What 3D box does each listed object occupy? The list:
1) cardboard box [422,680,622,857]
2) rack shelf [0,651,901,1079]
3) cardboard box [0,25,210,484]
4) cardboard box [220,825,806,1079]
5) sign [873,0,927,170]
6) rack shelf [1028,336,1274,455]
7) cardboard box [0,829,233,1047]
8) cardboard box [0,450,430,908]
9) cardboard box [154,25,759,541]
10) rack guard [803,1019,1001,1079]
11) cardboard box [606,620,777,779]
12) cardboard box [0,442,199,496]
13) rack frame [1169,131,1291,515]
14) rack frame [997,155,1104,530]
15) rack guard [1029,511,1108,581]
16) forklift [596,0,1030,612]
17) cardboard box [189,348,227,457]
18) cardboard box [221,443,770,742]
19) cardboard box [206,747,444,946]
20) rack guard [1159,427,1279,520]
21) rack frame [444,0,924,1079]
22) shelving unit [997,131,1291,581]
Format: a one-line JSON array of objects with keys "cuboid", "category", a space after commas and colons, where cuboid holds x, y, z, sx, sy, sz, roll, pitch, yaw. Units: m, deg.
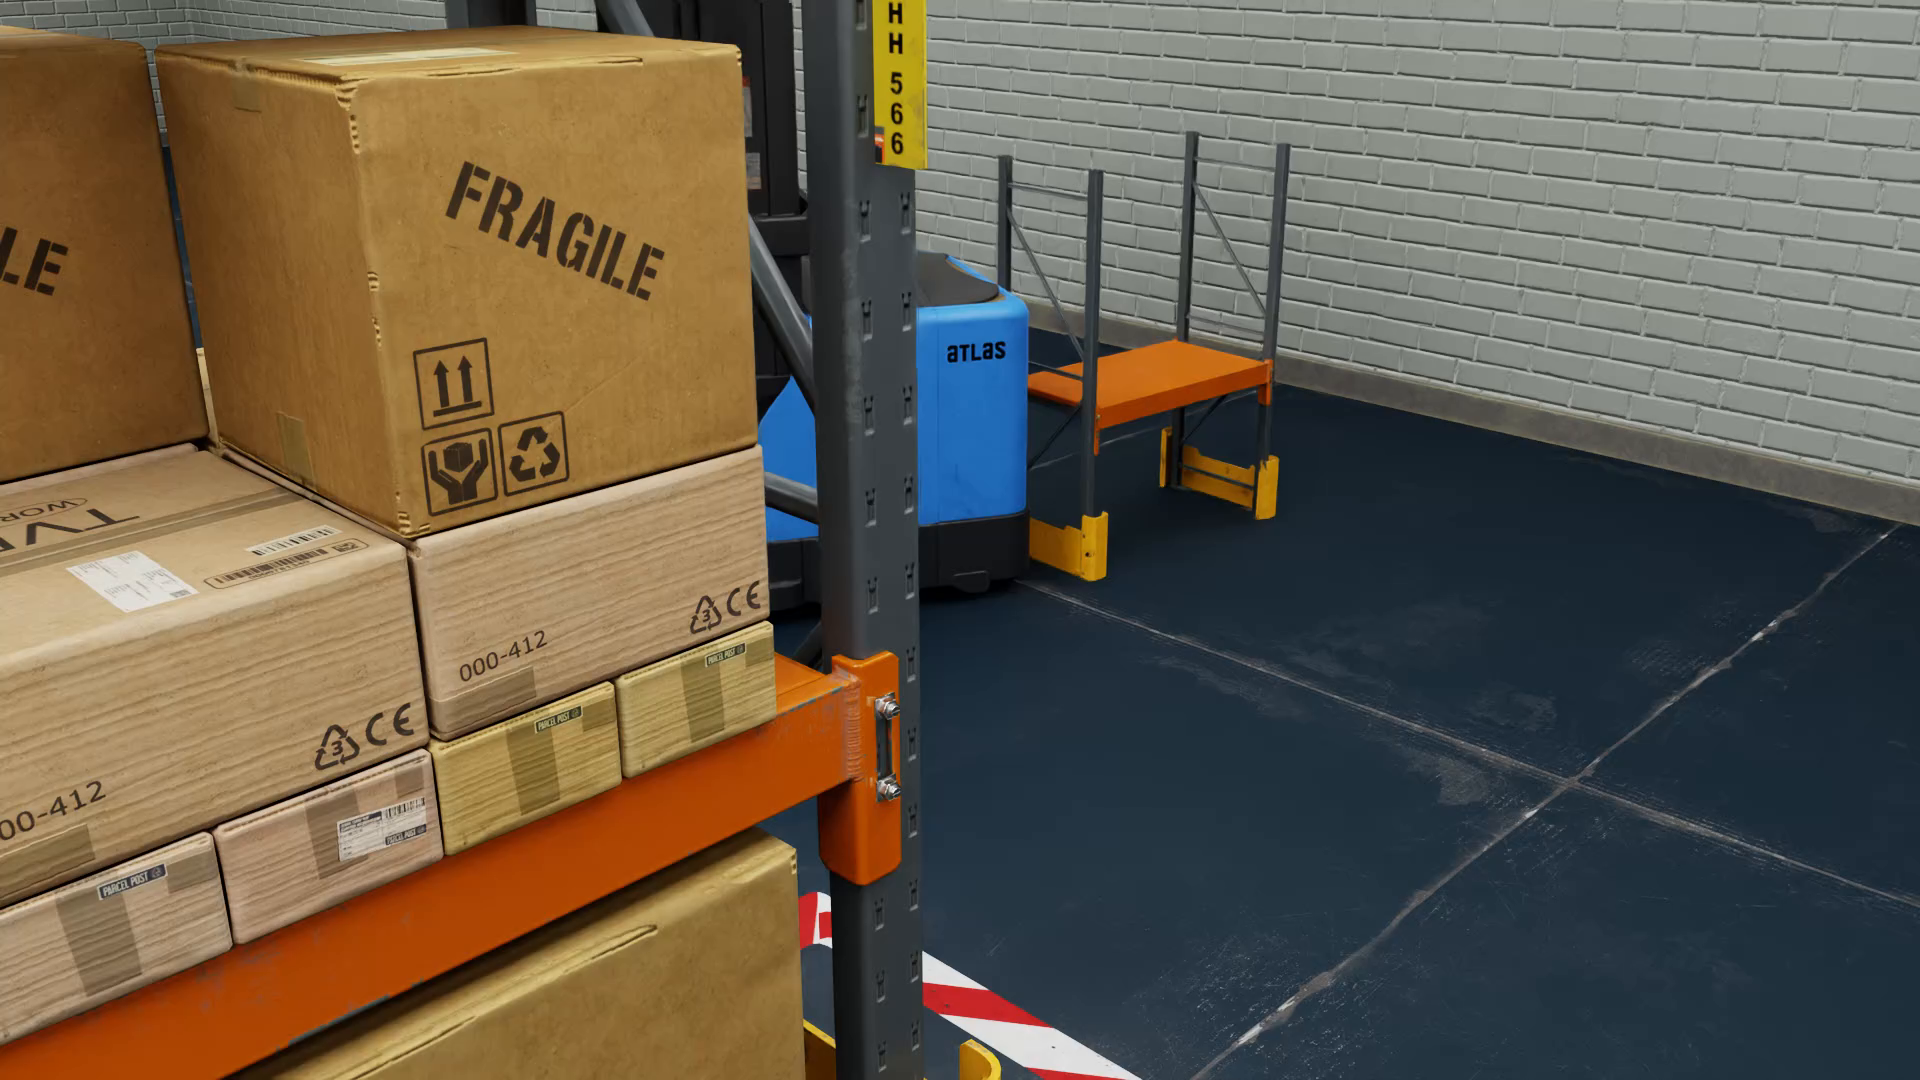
[{"cuboid": [-0.651, 0.230, 2.145, 0.380, 0.149, 0.250, 20, 28, 41], "category": "cardboard box"}, {"cuboid": [-1.854, 0.722, 1.518, 1.077, 0.370, 4.000, 19, 28, 41], "category": "rack shelf"}, {"cuboid": [-1.336, -0.363, 2.086, 0.500, 0.500, 0.500, 18, 28, 39], "category": "cardboard box"}, {"cuboid": [-0.848, 0.852, 2.553, 0.875, 0.875, 0.875, 19, 28, 41], "category": "cardboard box"}, {"cuboid": [-0.080, -0.640, 2.114, 0.100, 0.325, 0.005, 19, 28, 41], "category": "sign"}, {"cuboid": [0.697, -0.580, 6.495, 1.000, 0.185, 0.538, -17, 27, -38], "category": "rack shelf"}, {"cuboid": [-1.003, 0.359, 1.810, 0.250, 0.149, 0.380, -20, 28, -41], "category": "cardboard box"}, {"cuboid": [-0.961, 0.124, 1.865, 0.500, 0.250, 0.500, 19, 28, 40], "category": "cardboard box"}, {"cuboid": [-0.610, -0.356, 2.069, 0.500, 0.500, 0.500, 20, 29, 41], "category": "cardboard box"}, {"cuboid": [-0.442, 1.033, 3.191, 1.175, 0.500, 0.348, 19, 28, 41], "category": "rack guard"}, {"cuboid": [-0.471, 0.163, 2.319, 0.250, 0.149, 0.380, -20, 28, -41], "category": "cardboard box"}, {"cuboid": [-1.345, -0.006, 2.203, 0.500, 0.250, 0.500, 19, 28, 40], "category": "cardboard box"}, {"cuboid": [1.079, -0.869, 6.744, 0.032, 1.500, 0.500, -17, 27, -38], "category": "rack frame"}, {"cuboid": [0.315, -0.628, 6.117, 0.032, 1.500, 0.500, -17, 27, -38], "category": "rack frame"}, {"cuboid": [0.330, -0.049, 6.354, 0.087, 0.250, 0.587, -17, 27, -38], "category": "rack guard"}, {"cuboid": [-1.321, -1.187, 5.576, 3.031, 2.935, 1.130, -7, 22, -17], "category": "forklift"}, {"cuboid": [-0.987, -0.141, 2.555, 0.500, 0.250, 0.500, 18, 28, 39], "category": "cardboard box"}, {"cuboid": [-0.607, -0.006, 2.204, 0.500, 0.250, 0.500, 19, 28, 40], "category": "cardboard box"}, {"cuboid": [-0.828, 0.295, 1.976, 0.380, 0.149, 0.250, 19, 28, 41], "category": "cardboard box"}, {"cuboid": [1.078, -0.285, 6.967, 0.087, 0.250, 0.587, -17, 27, -38], "category": "rack guard"}, {"cuboid": [-0.459, -0.128, 2.727, 1.000, 3.000, 0.127, 19, 28, 41], "category": "rack frame"}, {"cuboid": [0.704, -0.750, 6.436, 1.083, 1.500, 0.587, -17, 27, -38], "category": "shelving unit"}]
